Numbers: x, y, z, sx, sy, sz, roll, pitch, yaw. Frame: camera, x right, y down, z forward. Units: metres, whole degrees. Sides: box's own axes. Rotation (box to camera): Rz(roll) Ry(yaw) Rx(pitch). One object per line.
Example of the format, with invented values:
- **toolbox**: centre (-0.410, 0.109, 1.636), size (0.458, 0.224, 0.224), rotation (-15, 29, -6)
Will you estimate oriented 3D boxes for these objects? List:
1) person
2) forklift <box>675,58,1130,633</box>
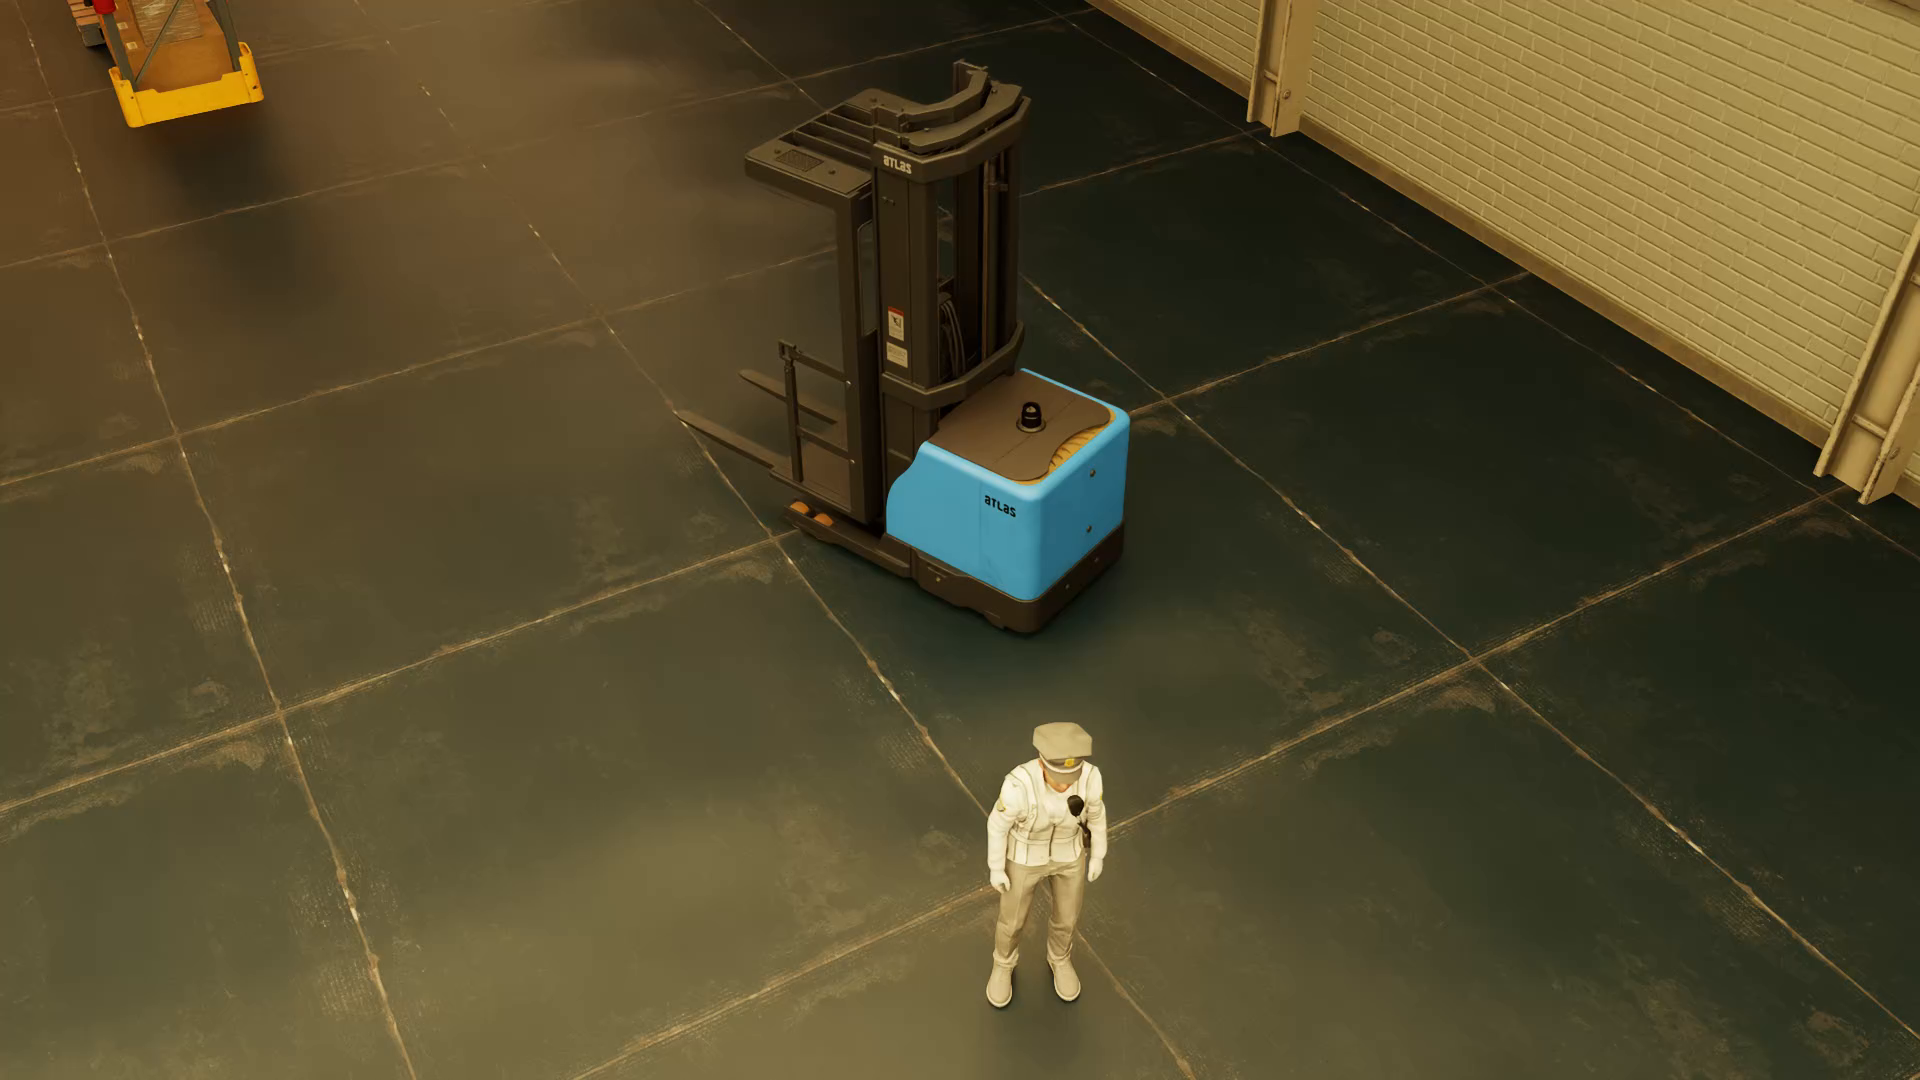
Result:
- **person**: centre (0.381, 1.411, 7.331), size (0.543, 1.662, 0.376), rotation (-5, 40, -7)
- **forklift**: centre (-0.481, -1.366, 9.683), size (3.031, 2.935, 1.130), rotation (26, 46, 28)
